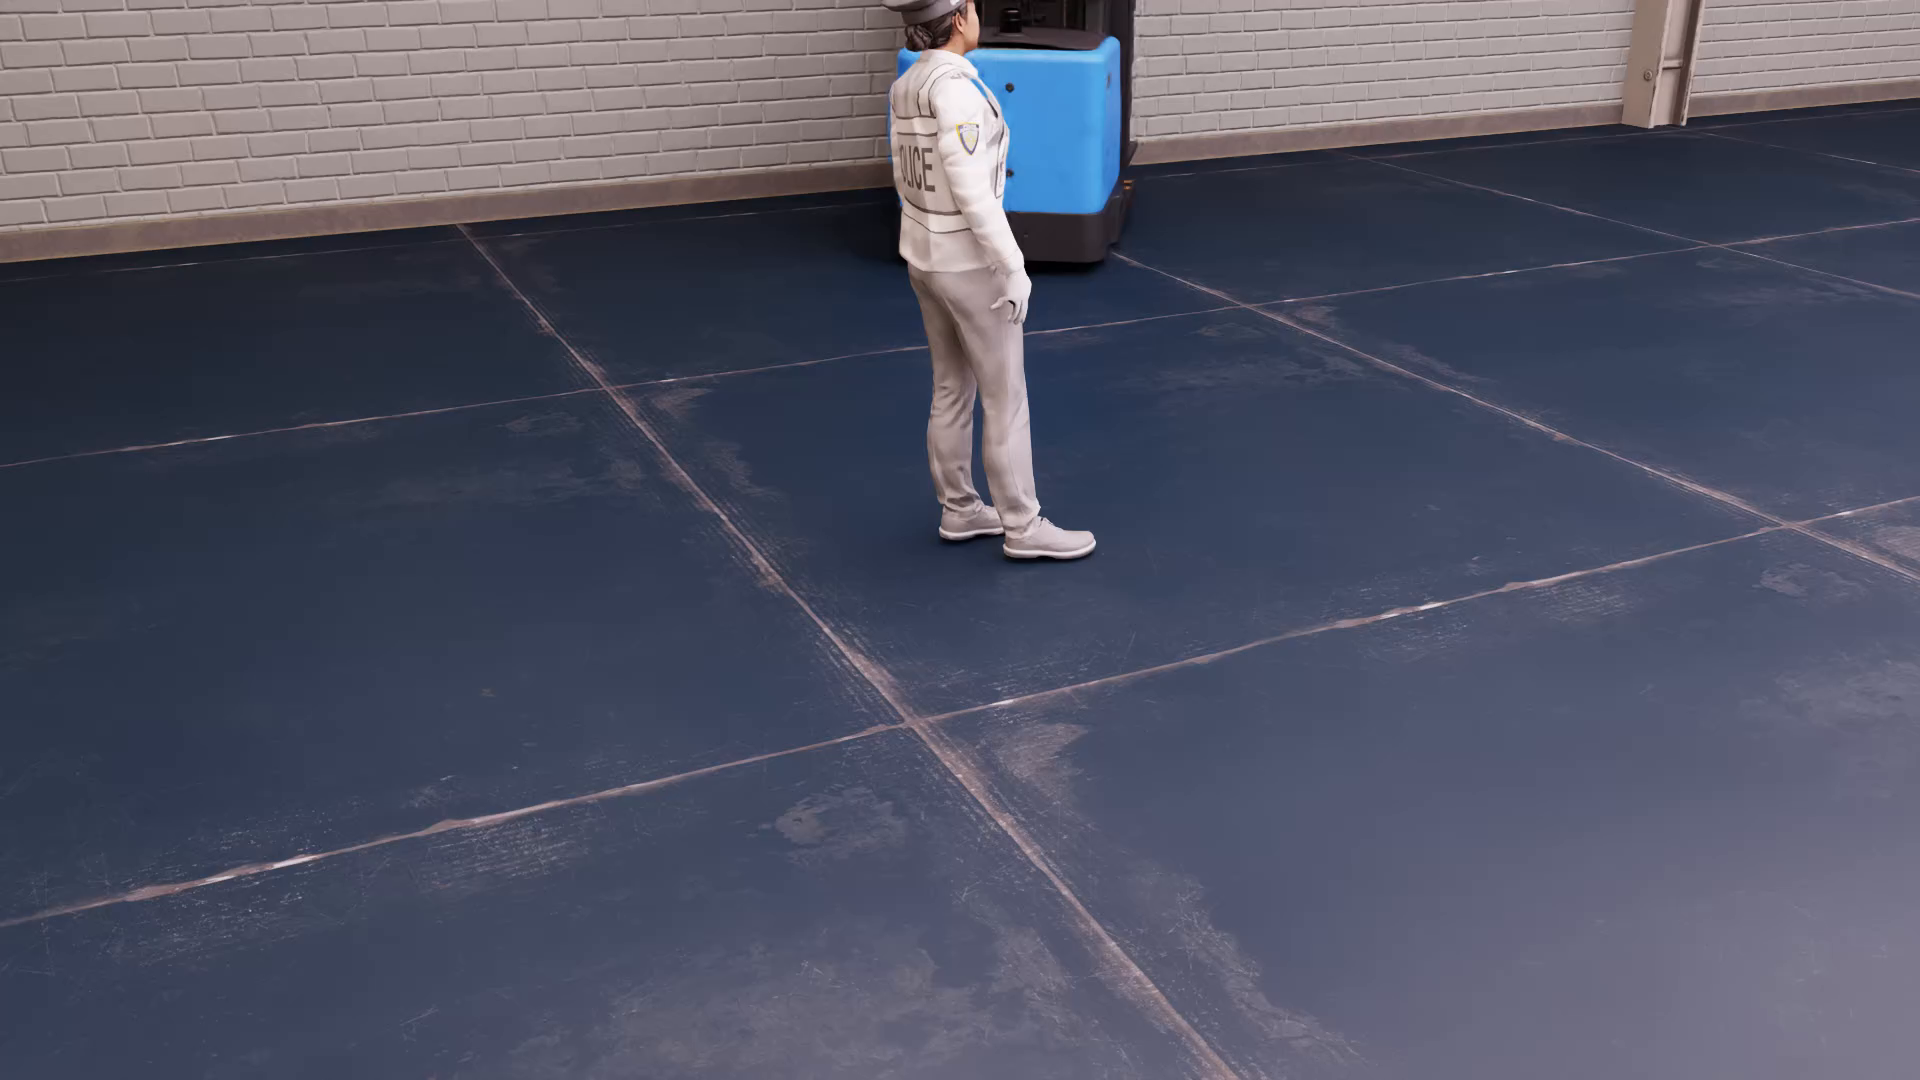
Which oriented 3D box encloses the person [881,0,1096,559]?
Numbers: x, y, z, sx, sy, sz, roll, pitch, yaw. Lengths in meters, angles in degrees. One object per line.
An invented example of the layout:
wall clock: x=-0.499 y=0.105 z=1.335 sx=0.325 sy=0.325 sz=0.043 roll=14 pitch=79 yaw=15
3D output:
person: x=0.065 y=-0.798 z=4.800 sx=0.530 sy=1.694 sz=0.587 roll=-10 pitch=25 yaw=-23

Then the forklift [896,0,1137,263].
forklift: x=0.440 y=-3.257 z=9.126 sx=1.130 sy=2.935 sz=3.031 roll=4 pitch=23 yaw=9
